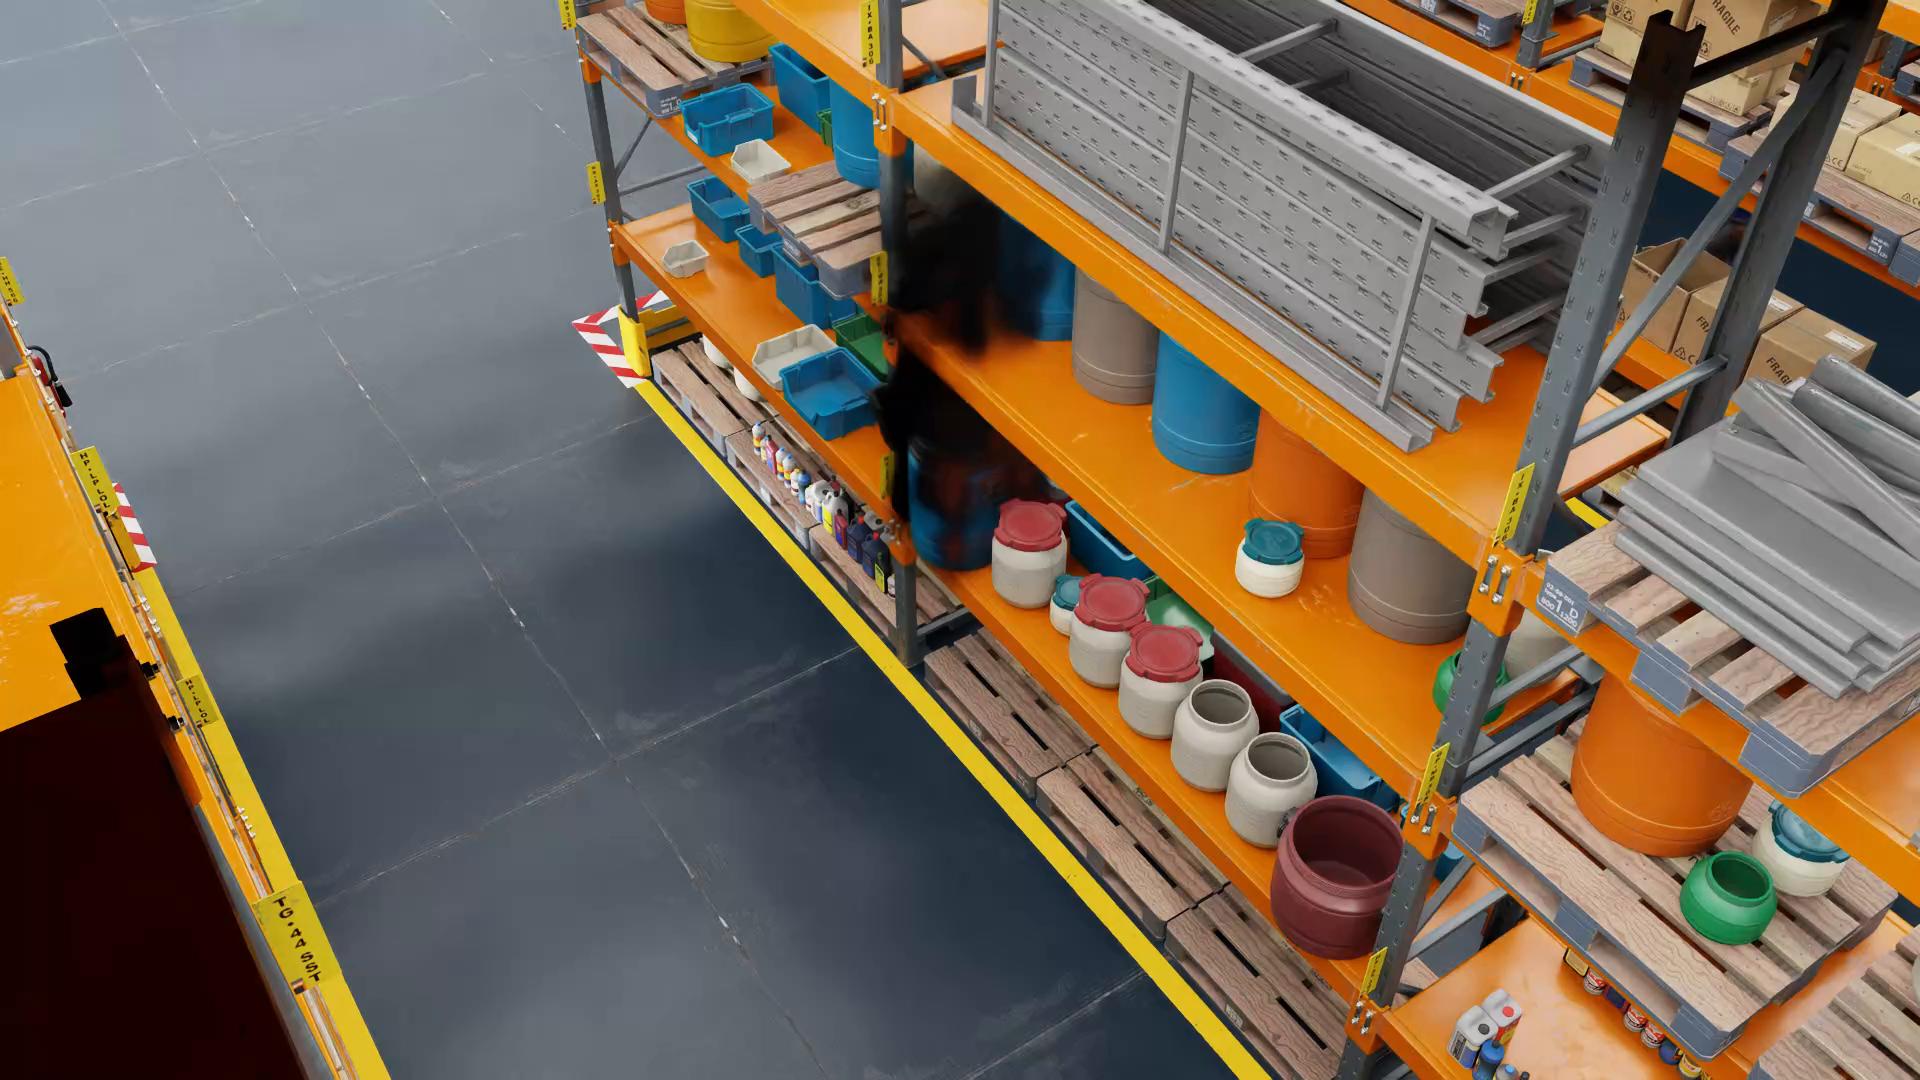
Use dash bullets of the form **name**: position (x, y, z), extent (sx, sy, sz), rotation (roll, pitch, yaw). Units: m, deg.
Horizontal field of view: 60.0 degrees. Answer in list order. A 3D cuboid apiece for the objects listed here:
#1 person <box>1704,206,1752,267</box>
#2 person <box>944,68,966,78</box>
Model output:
- **person**: position (6.182, -2.411, 13.174), extent (0.698, 1.705, 0.558), rotation (34, 52, 31)
- **person**: position (-0.329, -4.876, 15.756), extent (0.964, 1.807, 0.728), rotation (-1, 43, -1)
